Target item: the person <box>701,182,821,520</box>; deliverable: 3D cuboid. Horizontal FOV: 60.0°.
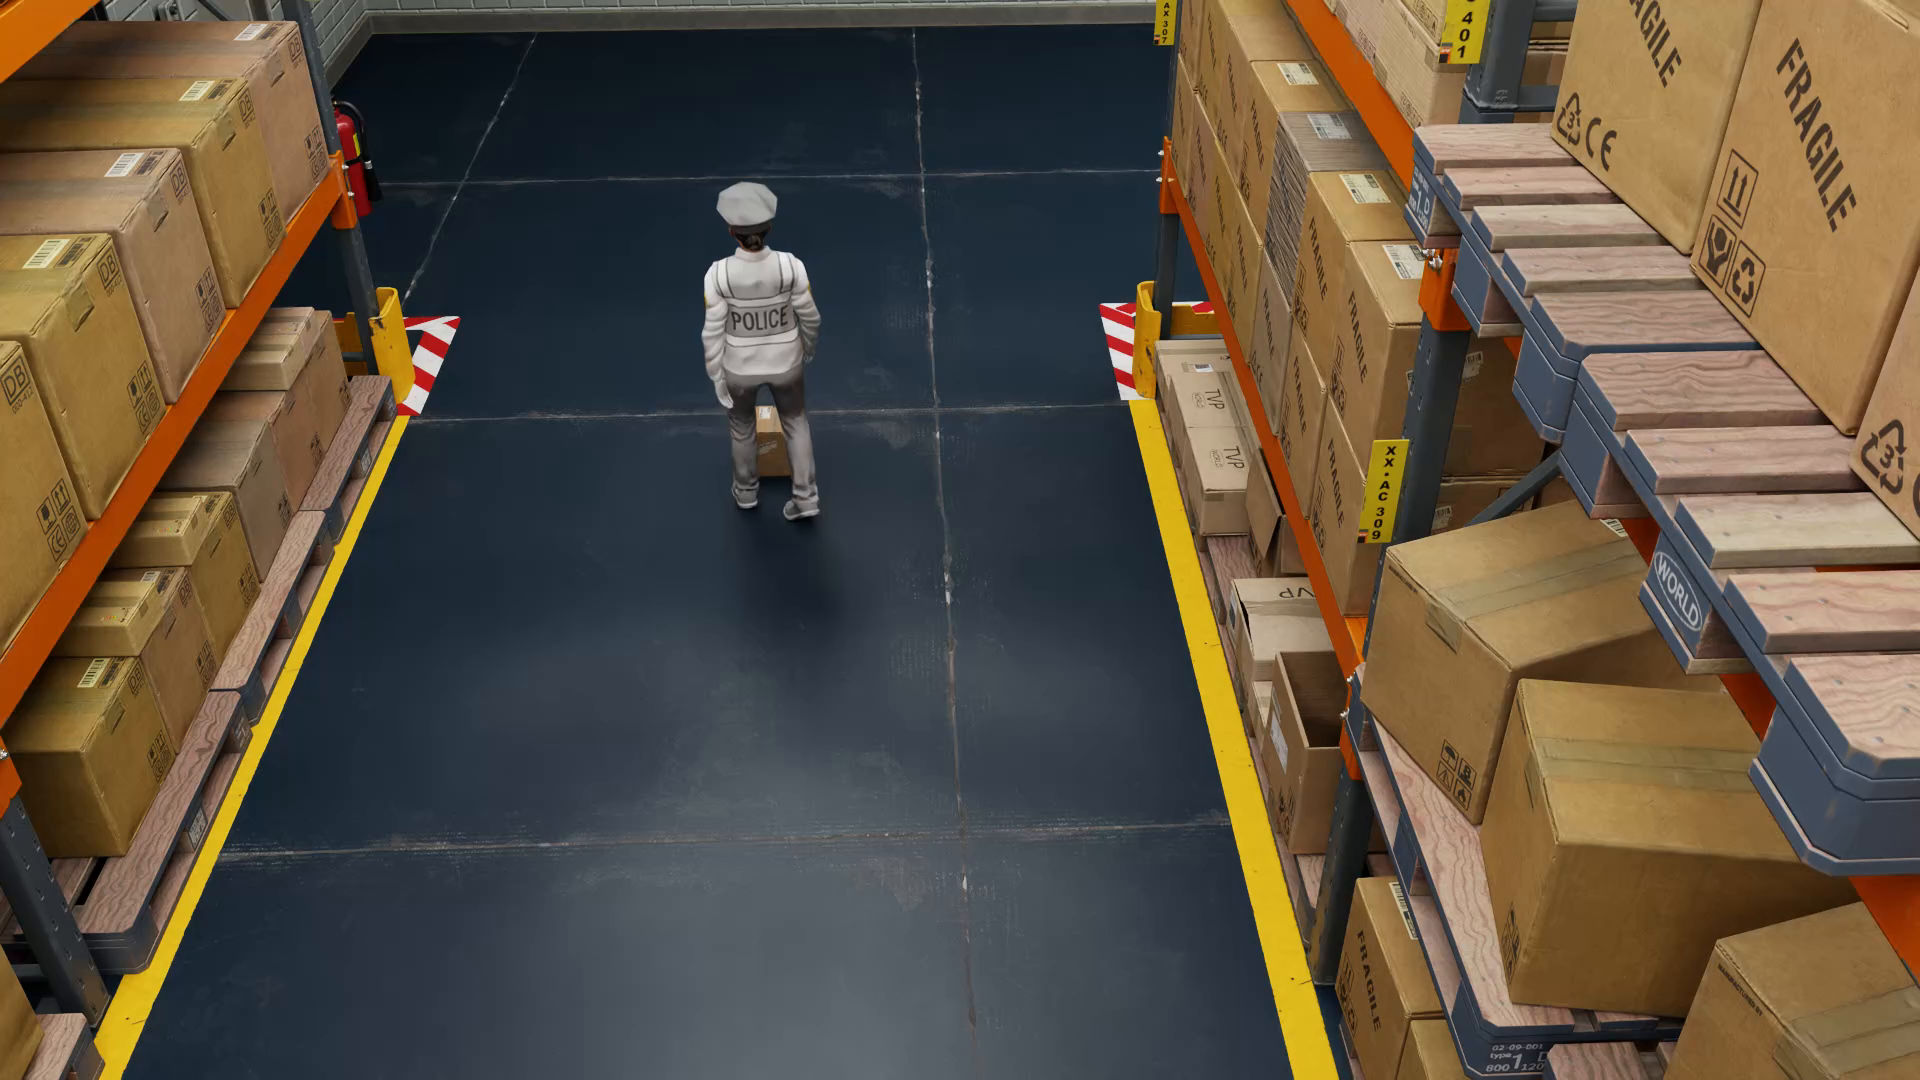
[{"bbox_3d":[-0.873,-0.813,7.306,0.518,1.665,0.565,-7,36,-10],"label":"person"}]
